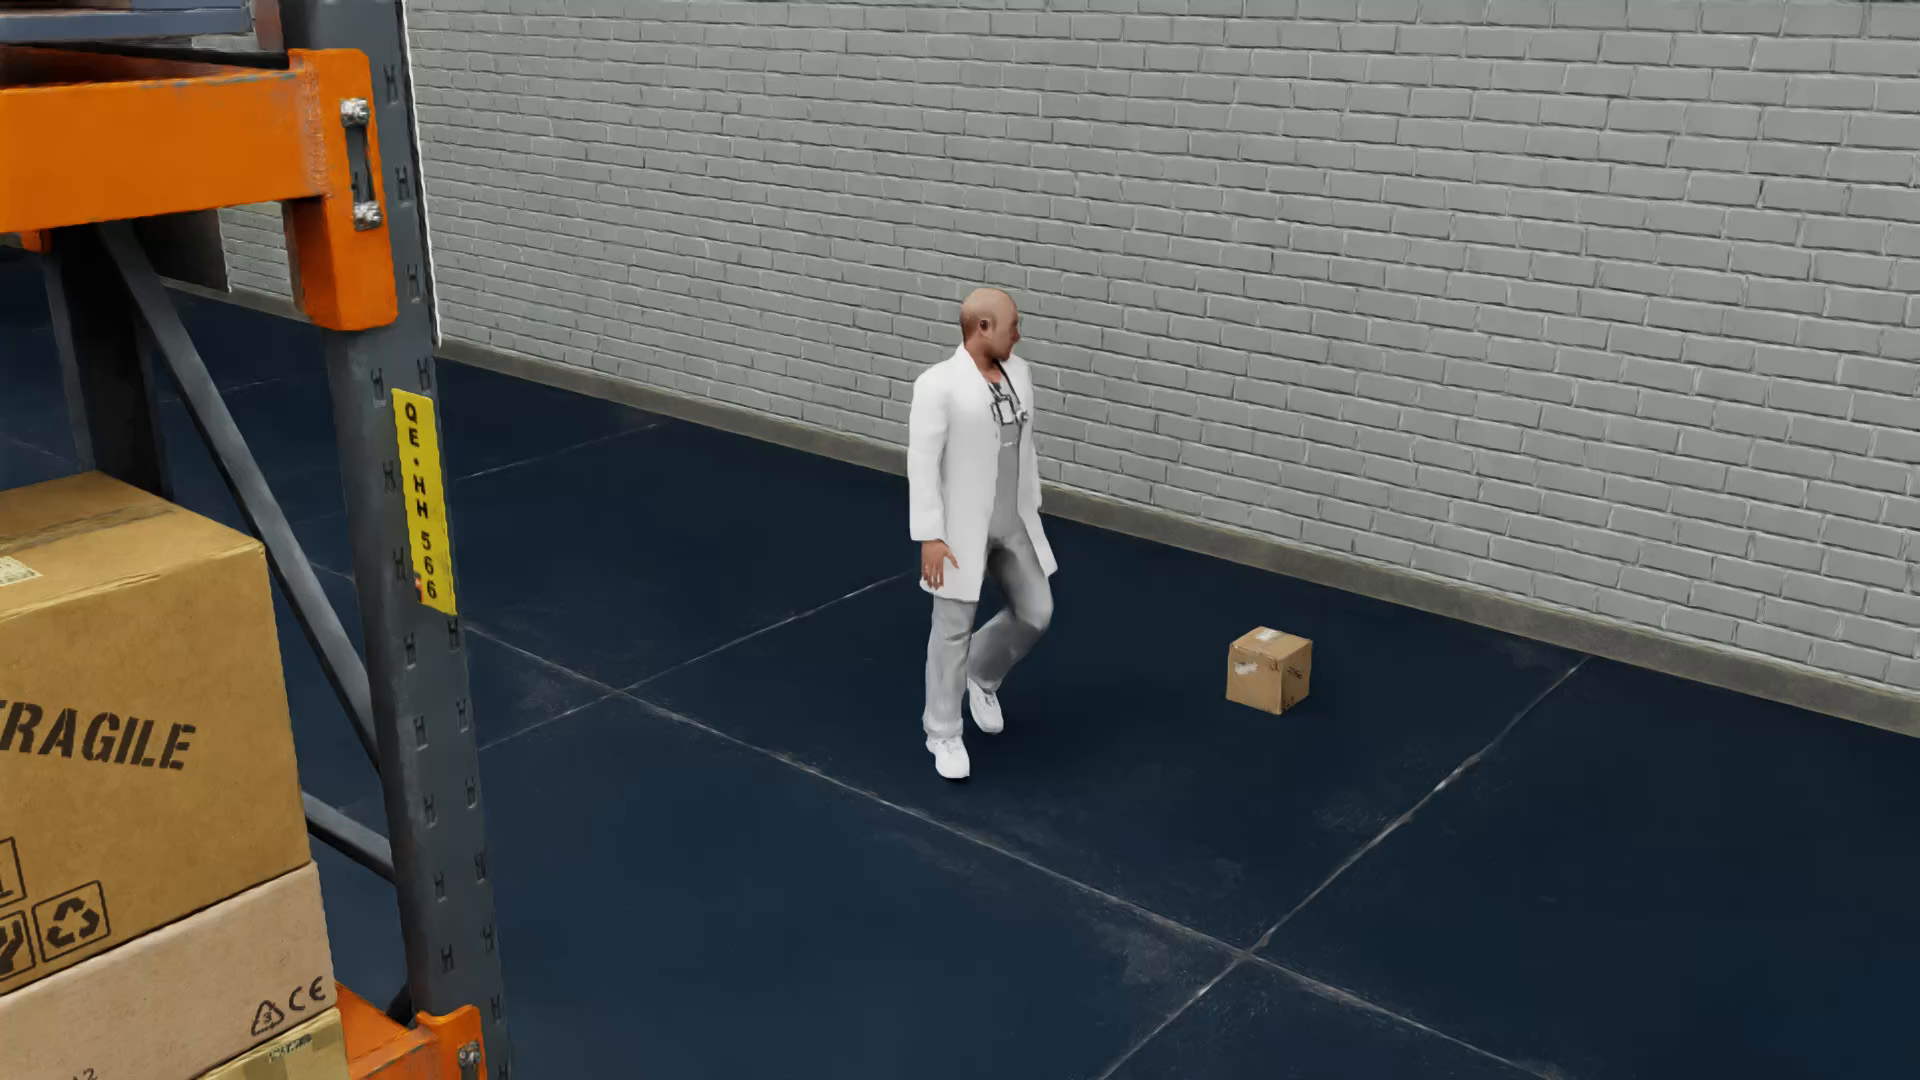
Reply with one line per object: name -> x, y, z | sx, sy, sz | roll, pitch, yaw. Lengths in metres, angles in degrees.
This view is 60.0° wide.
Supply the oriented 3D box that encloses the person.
person -> 0.041, -0.056, 6.199 | 0.644, 1.780, 0.546 | -14, 24, -34
